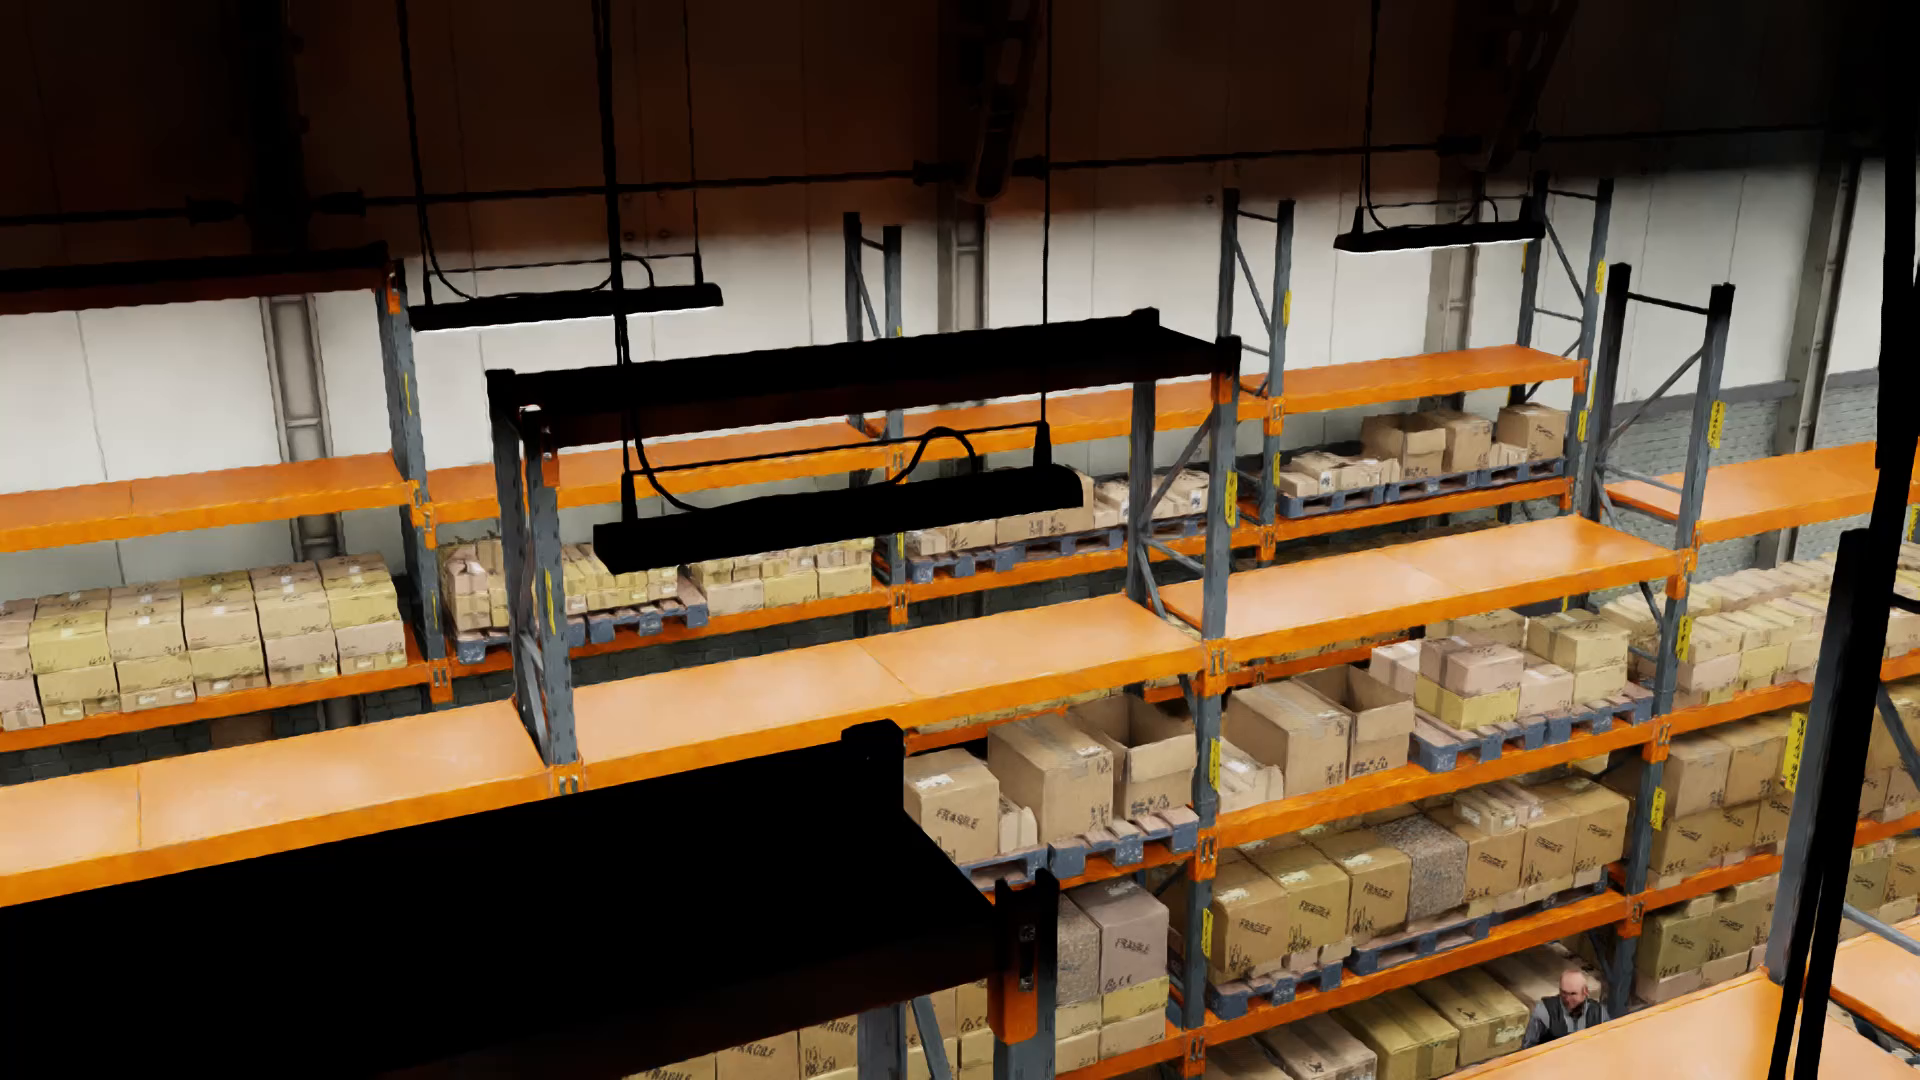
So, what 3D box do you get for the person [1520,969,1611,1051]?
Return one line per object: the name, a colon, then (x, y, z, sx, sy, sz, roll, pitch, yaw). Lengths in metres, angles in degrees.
person: (4.065, 3.678, 11.246, 0.618, 1.719, 0.569, 0, 19, 0)
